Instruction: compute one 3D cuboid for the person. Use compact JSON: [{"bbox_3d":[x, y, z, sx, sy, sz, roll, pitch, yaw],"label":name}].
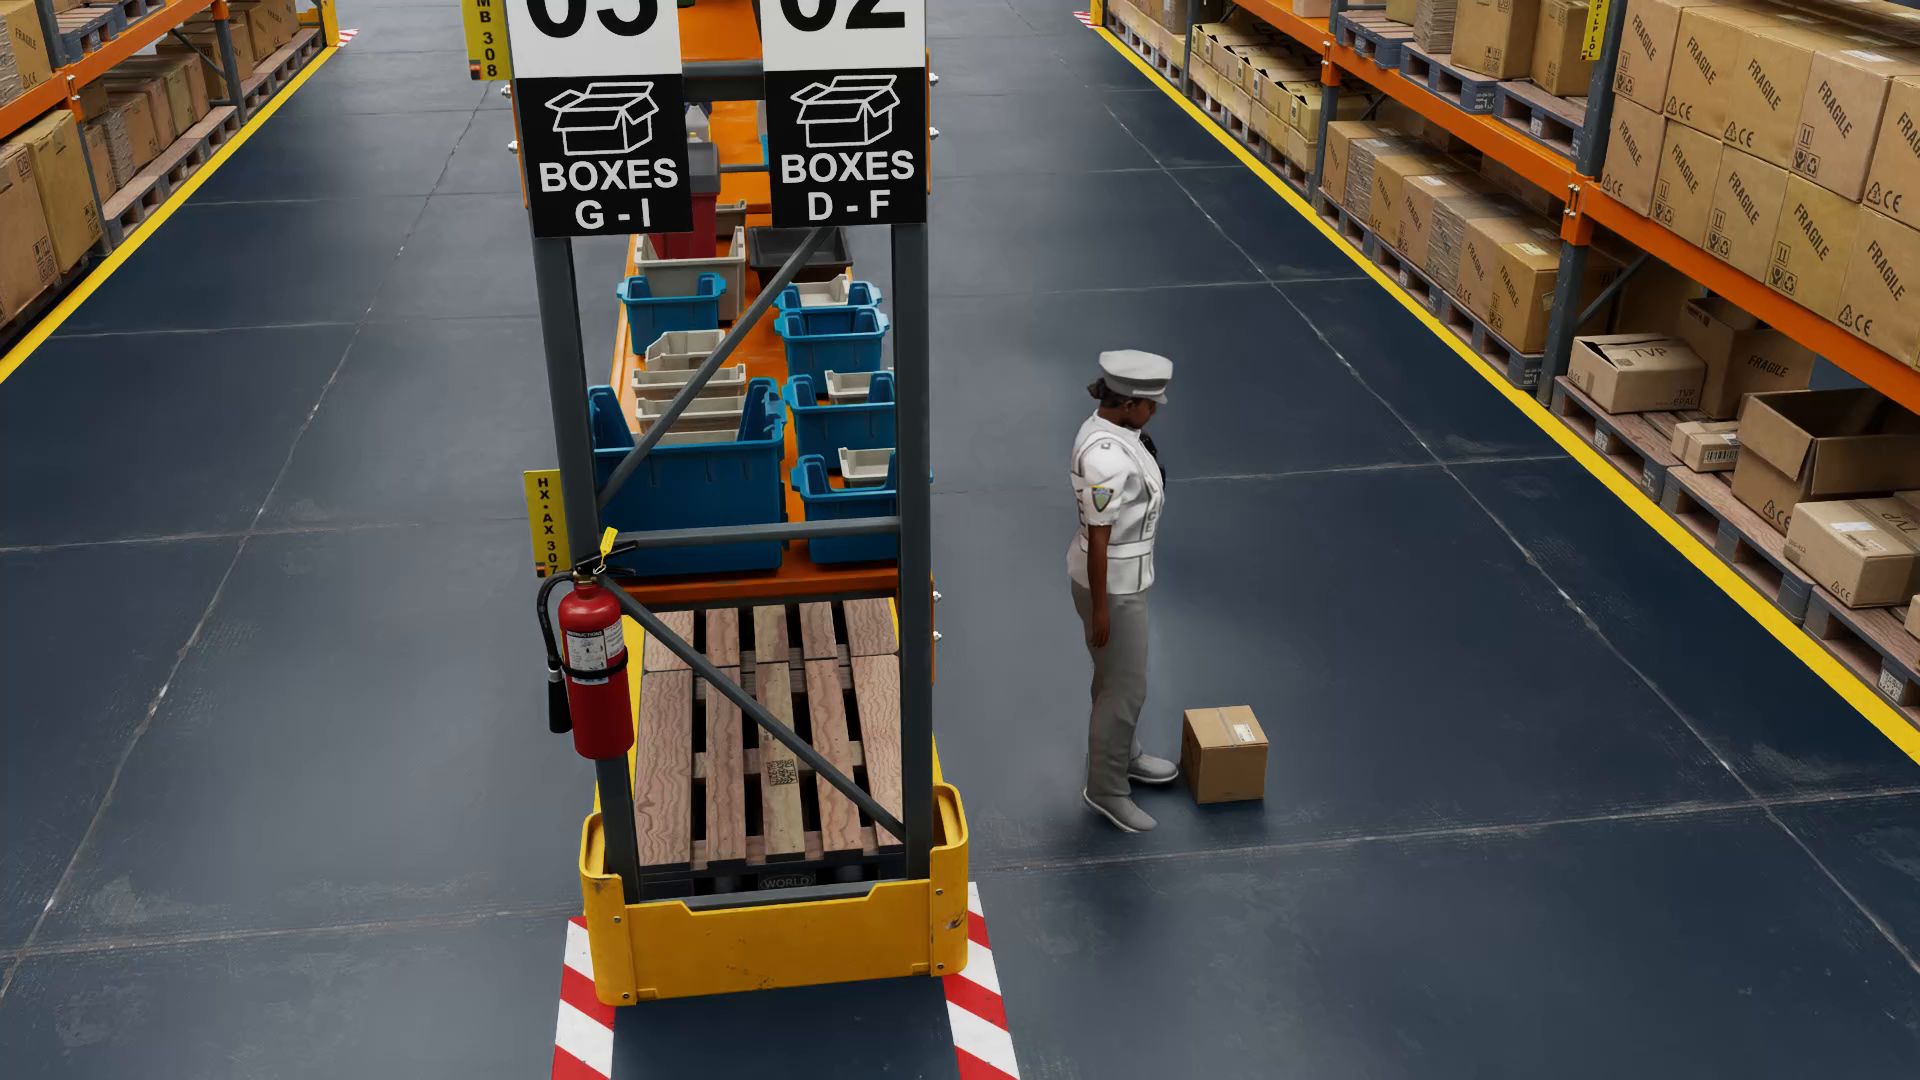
[{"bbox_3d":[0.585,0.188,5.778,0.443,1.711,0.531,2,27,4],"label":"person"}]
